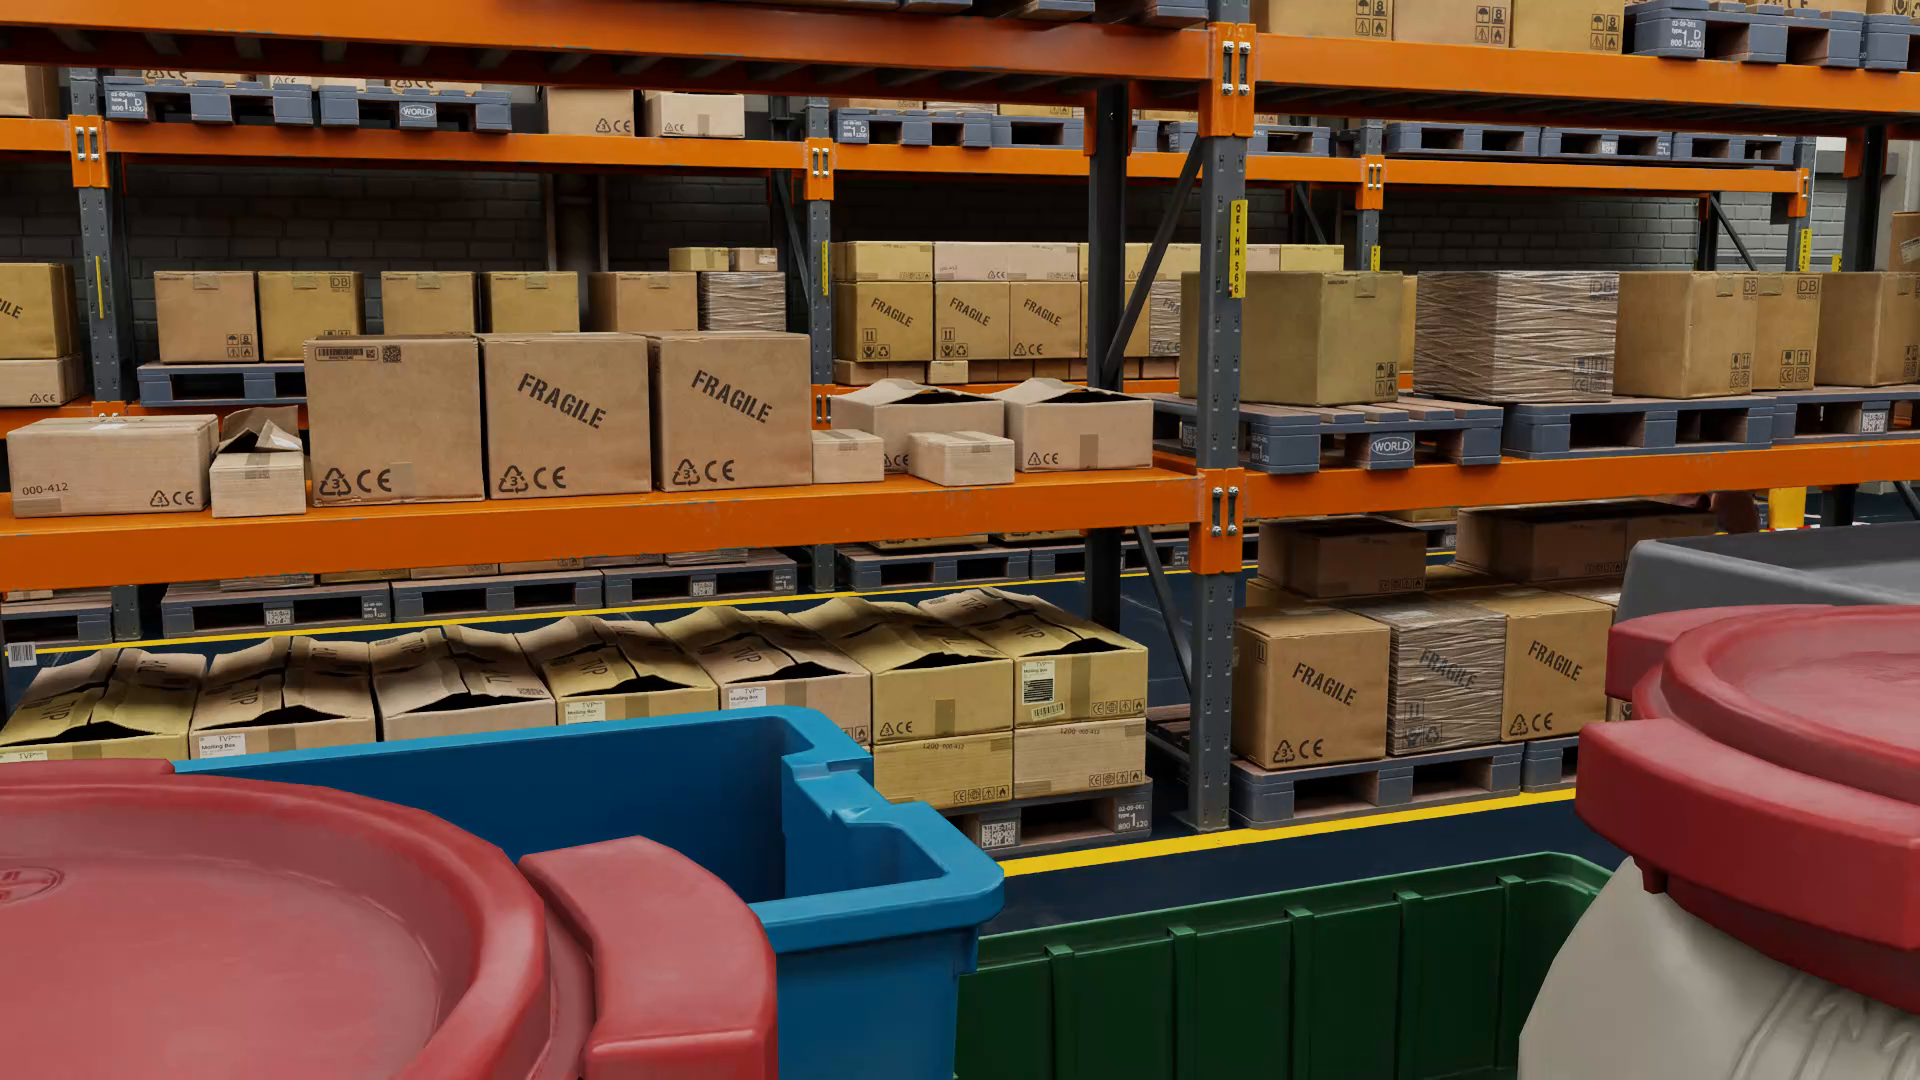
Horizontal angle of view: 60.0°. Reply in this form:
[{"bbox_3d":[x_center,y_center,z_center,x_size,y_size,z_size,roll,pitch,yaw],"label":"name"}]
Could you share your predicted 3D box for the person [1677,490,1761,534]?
[{"bbox_3d":[4.183,-0.306,9.302,0.983,1.629,0.442,-4,10,-23],"label":"person"}]
